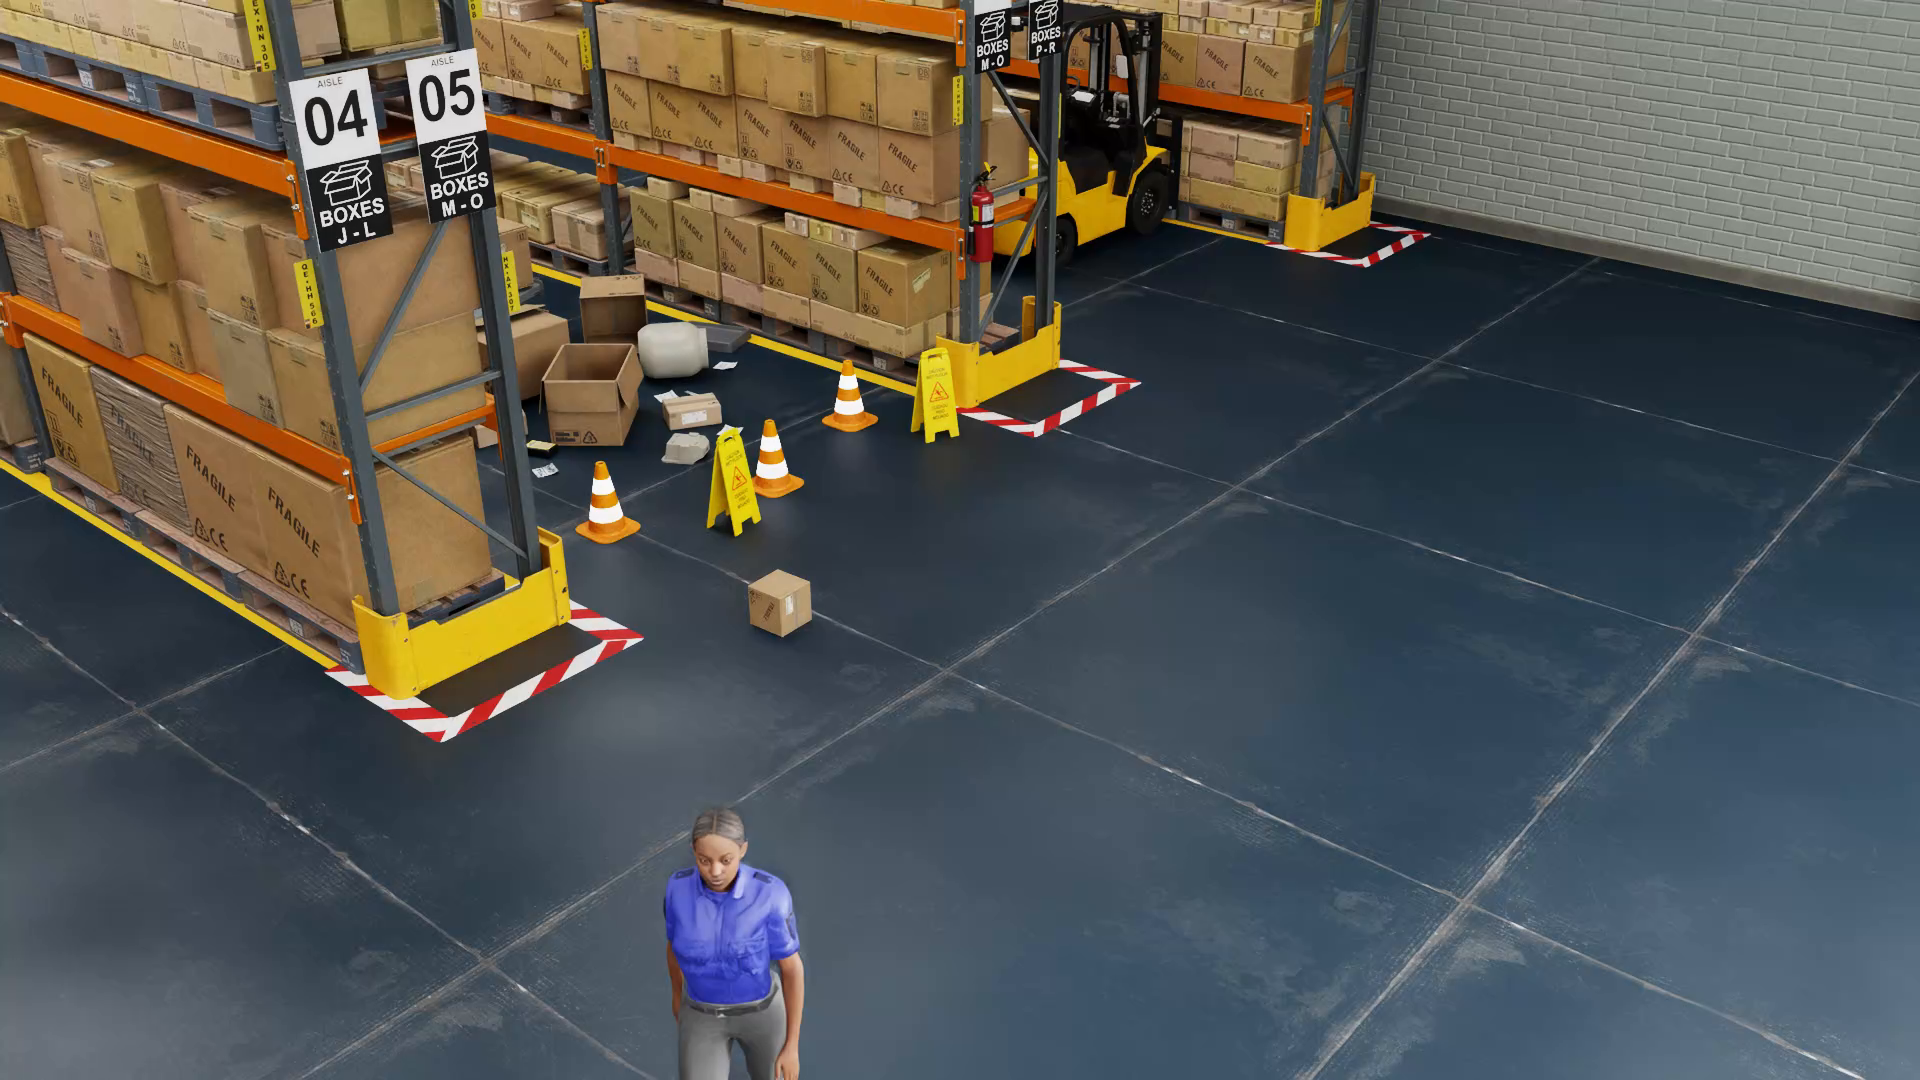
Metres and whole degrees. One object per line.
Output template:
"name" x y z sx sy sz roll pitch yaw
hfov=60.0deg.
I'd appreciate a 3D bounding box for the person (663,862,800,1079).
"person" -0.744 1.717 5.528 0.448 1.422 0.885 0 28 -1
